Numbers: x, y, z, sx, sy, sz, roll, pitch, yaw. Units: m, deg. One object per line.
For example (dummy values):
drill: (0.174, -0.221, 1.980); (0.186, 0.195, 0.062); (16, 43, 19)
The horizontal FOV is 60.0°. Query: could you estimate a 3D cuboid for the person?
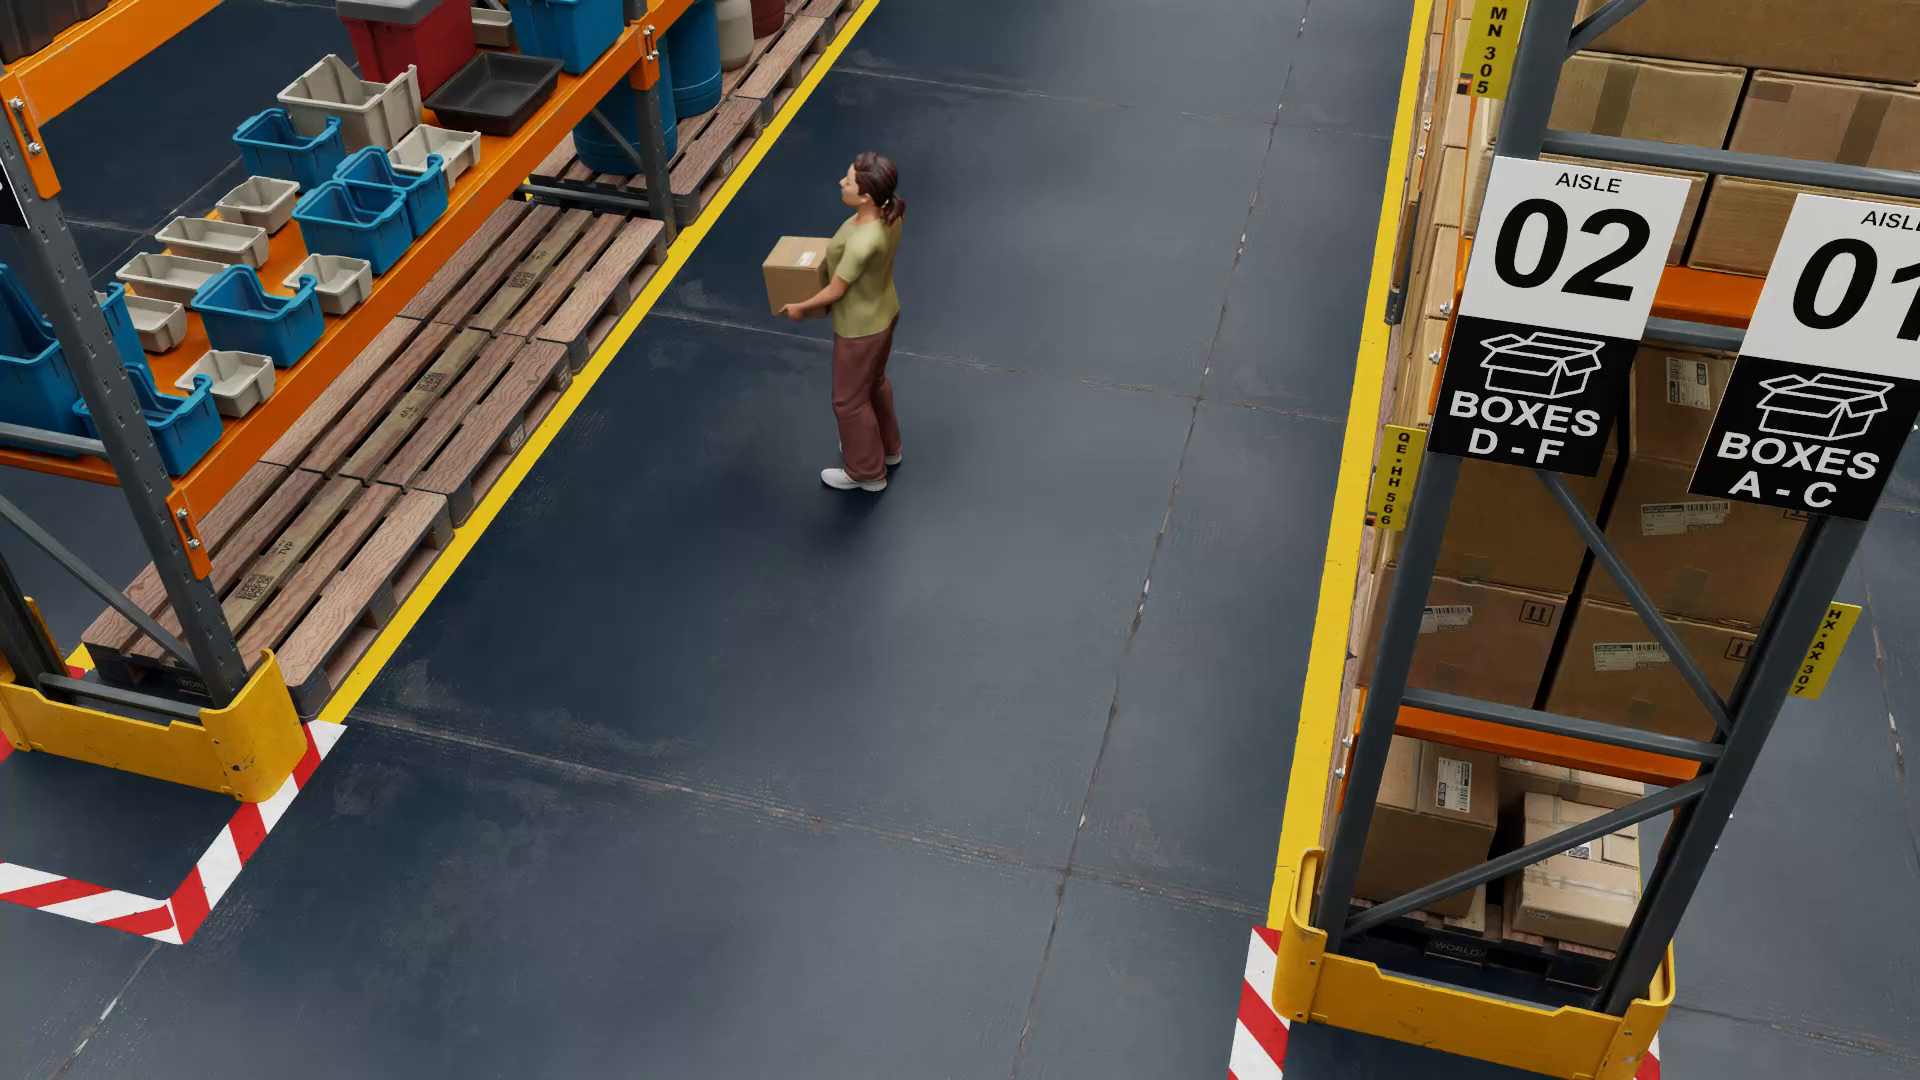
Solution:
person: (-0.482, -0.952, 7.256); (0.552, 1.662, 0.428); (10, 42, 11)
